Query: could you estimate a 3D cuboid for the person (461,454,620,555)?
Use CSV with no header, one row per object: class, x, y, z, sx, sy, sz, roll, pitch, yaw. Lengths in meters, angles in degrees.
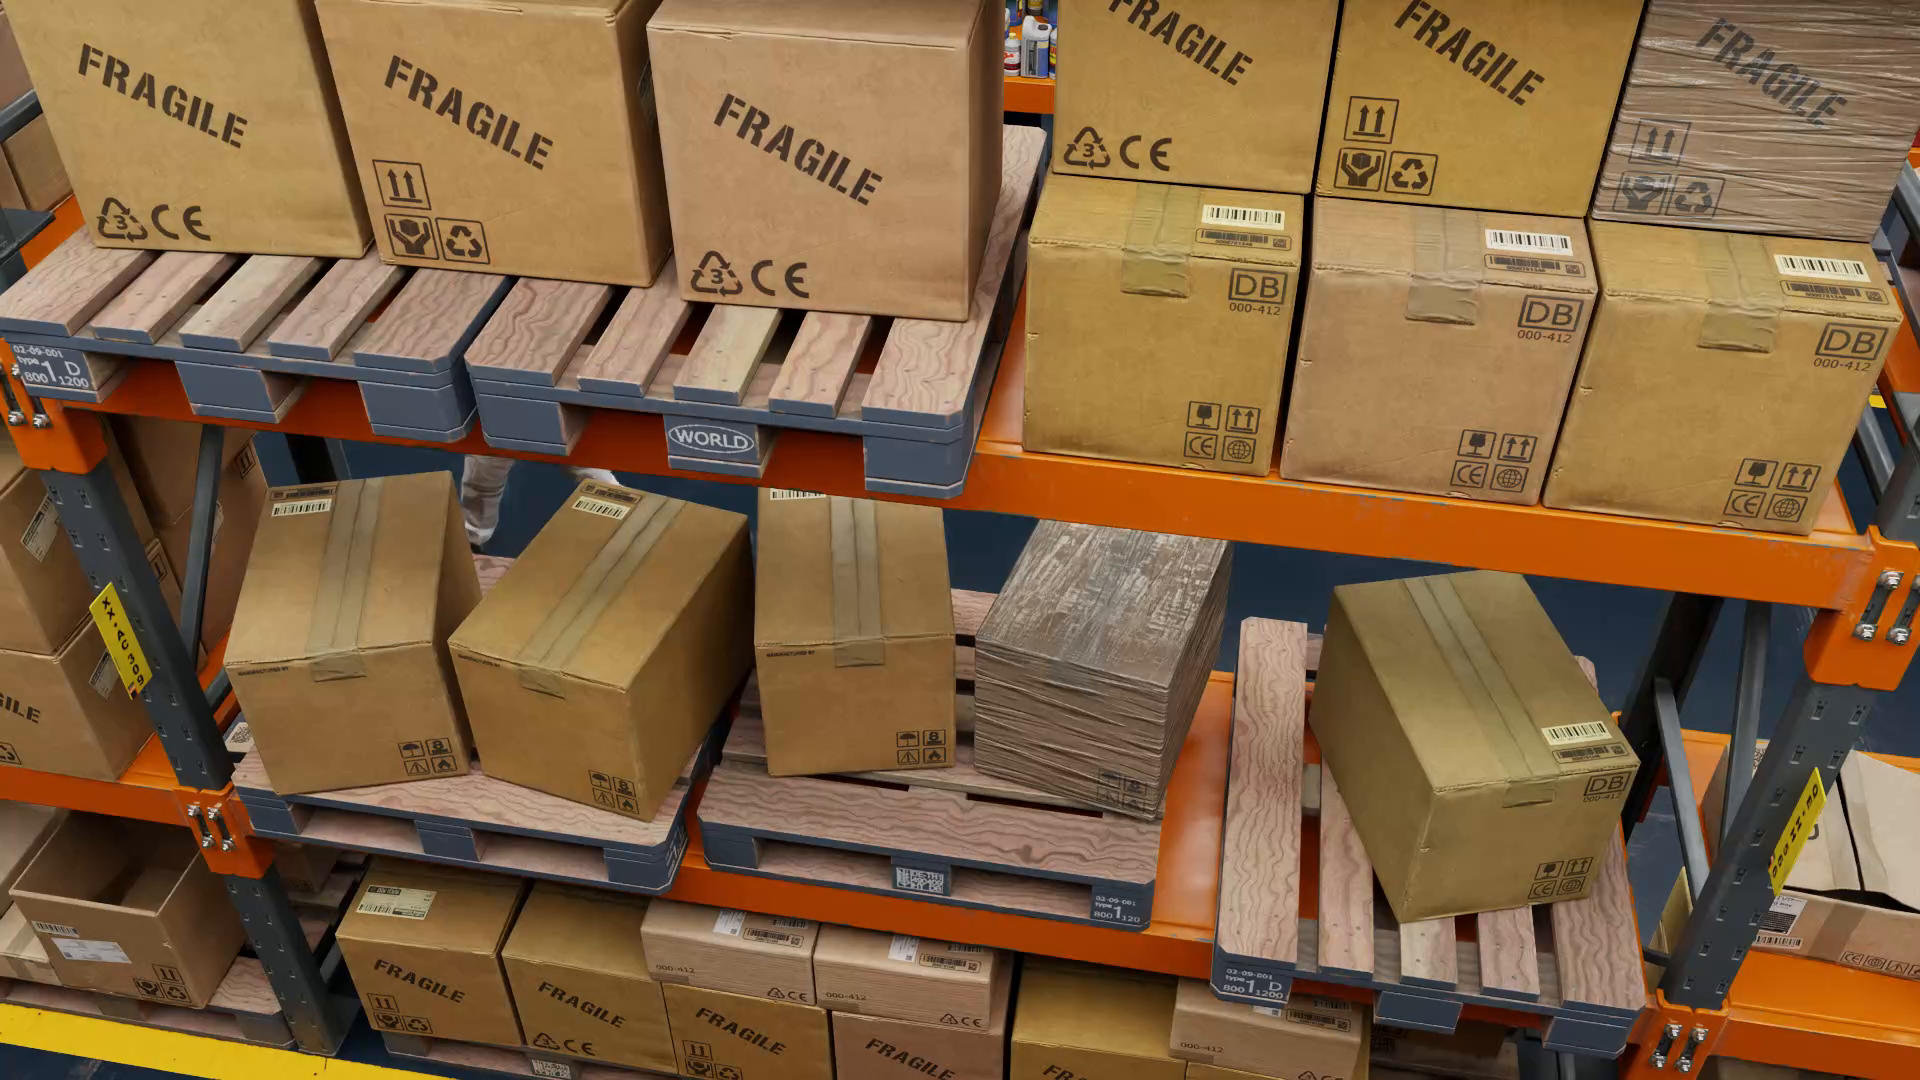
person,-1.910,-0.590,6.803,1.010,1.733,0.522,1,40,1
